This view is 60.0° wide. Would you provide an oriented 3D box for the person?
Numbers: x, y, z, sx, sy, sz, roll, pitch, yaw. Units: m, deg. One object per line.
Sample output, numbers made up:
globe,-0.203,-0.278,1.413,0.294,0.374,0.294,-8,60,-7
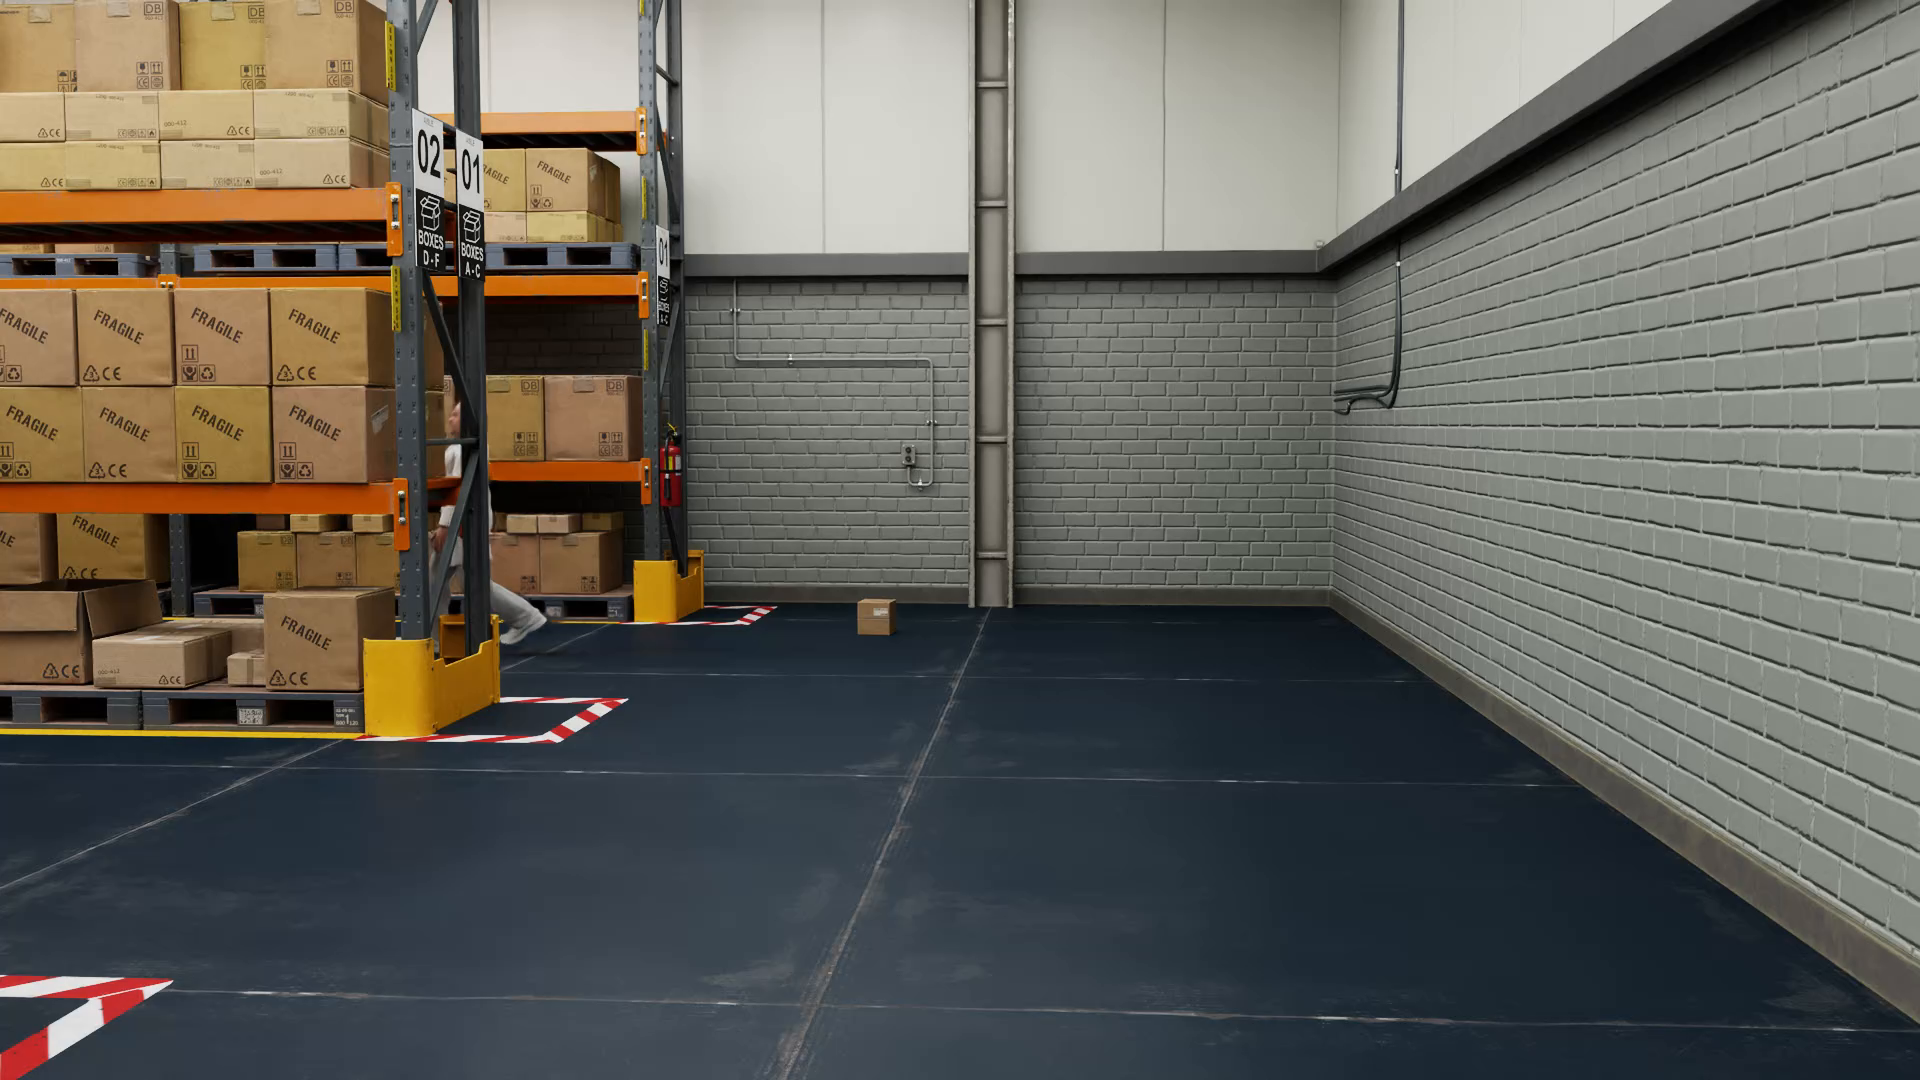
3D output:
person,-3.397,-0.084,11.476,1.043,1.741,0.614,-1,4,-13
